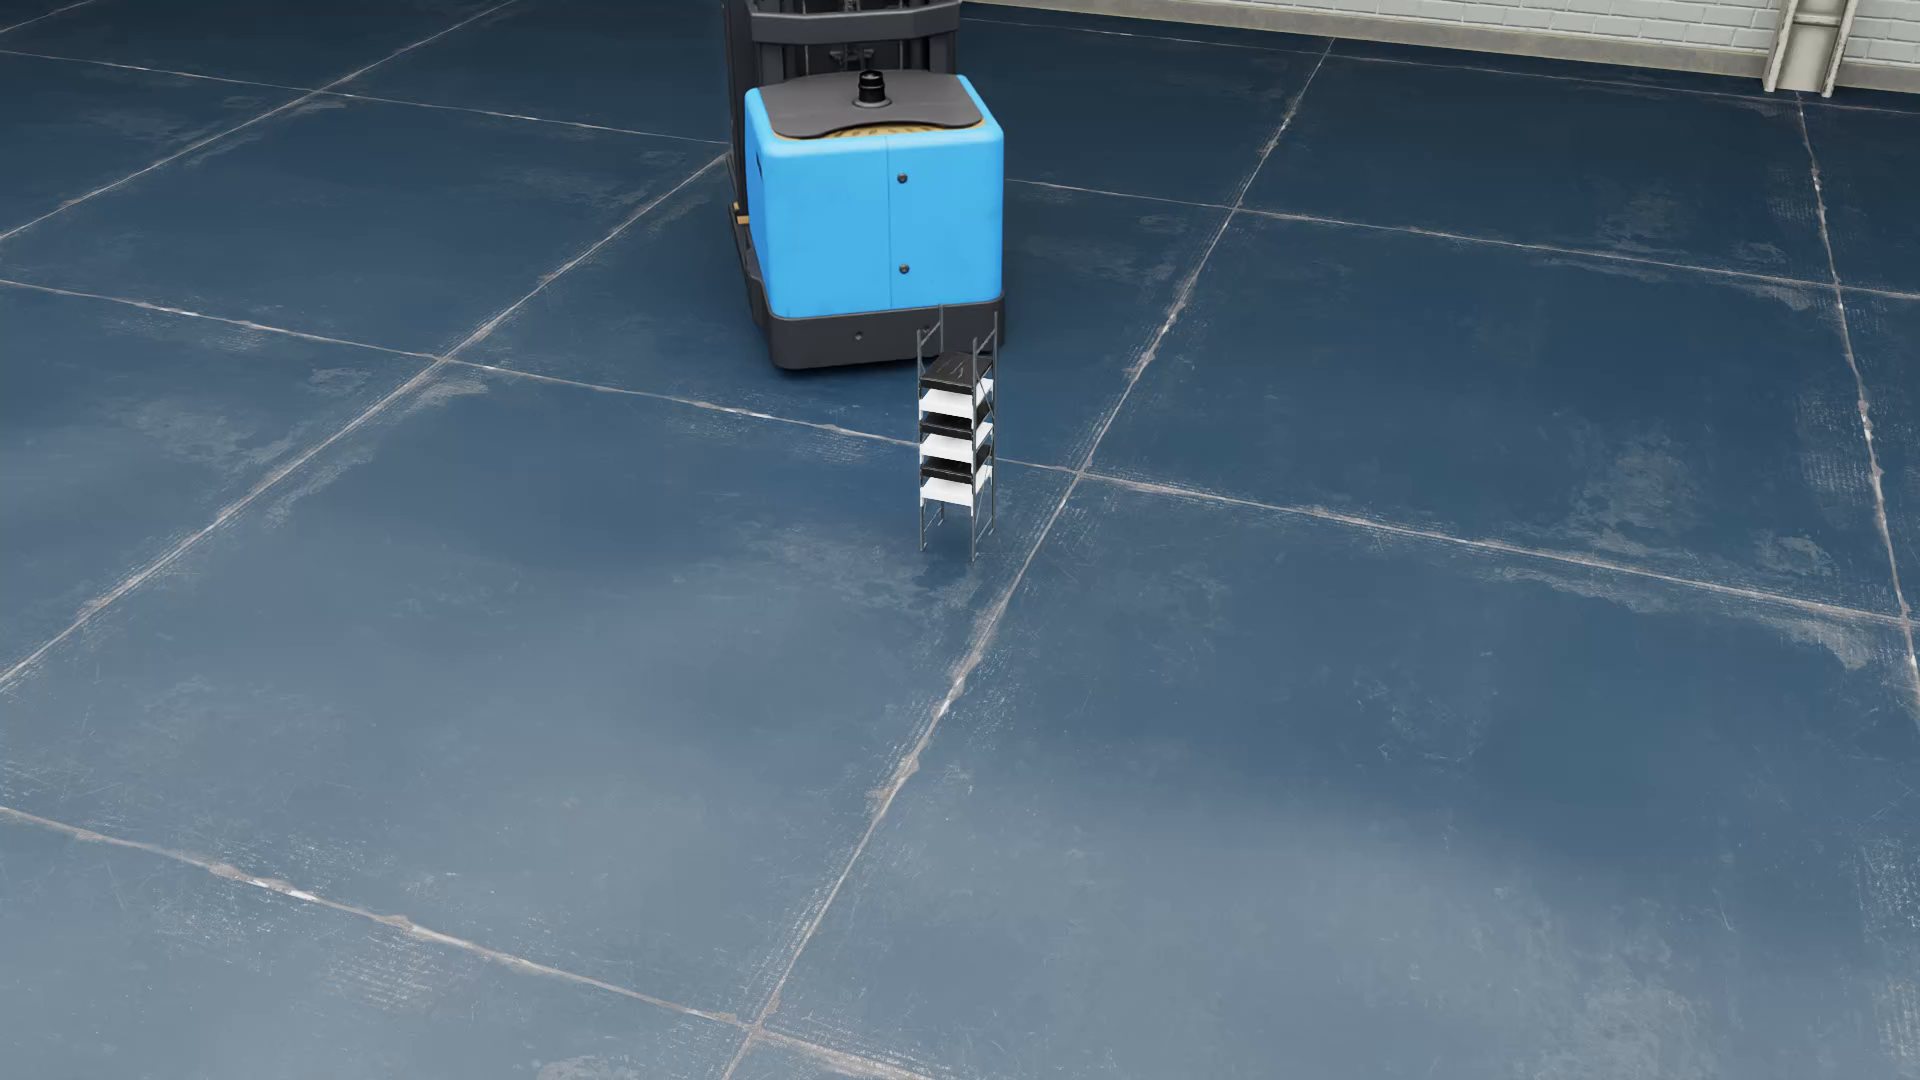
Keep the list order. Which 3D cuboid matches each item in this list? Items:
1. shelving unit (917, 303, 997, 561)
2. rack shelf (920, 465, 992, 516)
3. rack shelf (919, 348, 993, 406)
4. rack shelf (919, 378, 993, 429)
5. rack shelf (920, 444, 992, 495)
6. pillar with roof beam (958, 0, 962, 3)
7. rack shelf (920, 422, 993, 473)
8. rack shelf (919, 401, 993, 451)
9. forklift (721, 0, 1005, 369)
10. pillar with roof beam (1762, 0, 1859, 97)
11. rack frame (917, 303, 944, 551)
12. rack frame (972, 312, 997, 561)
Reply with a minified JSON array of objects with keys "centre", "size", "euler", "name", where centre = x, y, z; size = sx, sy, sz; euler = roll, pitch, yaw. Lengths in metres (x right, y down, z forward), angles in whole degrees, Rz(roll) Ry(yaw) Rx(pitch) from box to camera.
[{"centre":[-0.008,-0.380,6.008],"size":[0.210,0.900,0.258],"euler":[11,34,16],"name":"shelving unit"},{"centre":[-0.008,-0.200,6.124],"size":[0.200,0.077,0.258],"euler":[11,34,16],"name":"rack shelf"},{"centre":[-0.008,-0.578,5.880],"size":[0.200,0.077,0.258],"euler":[11,34,16],"name":"rack shelf"},{"centre":[-0.008,-0.503,5.929],"size":[0.200,0.077,0.258],"euler":[11,34,16],"name":"rack shelf"},{"centre":[-0.008,-0.276,6.075],"size":[0.200,0.077,0.258],"euler":[11,34,16],"name":"rack shelf"},{"centre":[-1.664,-5.625,6.665],"size":[0.400,9.000,9.100],"euler":[11,34,16],"name":"pillar with roof beam"},{"centre":[-0.008,-0.352,6.026],"size":[0.200,0.077,0.258],"euler":[11,34,16],"name":"rack shelf"},{"centre":[-0.008,-0.427,5.977],"size":[0.200,0.077,0.258],"euler":[11,34,16],"name":"rack shelf"},{"centre":[-0.603,-2.768,7.836],"size":[1.130,2.935,3.031],"euler":[-6,33,-10],"name":"forklift"},{"centre":[3.984,-4.527,4.965],"size":[0.400,9.000,9.100],"euler":[11,34,16],"name":"pillar with roof beam"},{"centre":[-0.103,-0.398,6.037],"size":[0.006,0.900,0.240],"euler":[11,34,16],"name":"rack frame"},{"centre":[0.088,-0.361,5.979],"size":[0.006,0.900,0.240],"euler":[11,34,16],"name":"rack frame"}]
